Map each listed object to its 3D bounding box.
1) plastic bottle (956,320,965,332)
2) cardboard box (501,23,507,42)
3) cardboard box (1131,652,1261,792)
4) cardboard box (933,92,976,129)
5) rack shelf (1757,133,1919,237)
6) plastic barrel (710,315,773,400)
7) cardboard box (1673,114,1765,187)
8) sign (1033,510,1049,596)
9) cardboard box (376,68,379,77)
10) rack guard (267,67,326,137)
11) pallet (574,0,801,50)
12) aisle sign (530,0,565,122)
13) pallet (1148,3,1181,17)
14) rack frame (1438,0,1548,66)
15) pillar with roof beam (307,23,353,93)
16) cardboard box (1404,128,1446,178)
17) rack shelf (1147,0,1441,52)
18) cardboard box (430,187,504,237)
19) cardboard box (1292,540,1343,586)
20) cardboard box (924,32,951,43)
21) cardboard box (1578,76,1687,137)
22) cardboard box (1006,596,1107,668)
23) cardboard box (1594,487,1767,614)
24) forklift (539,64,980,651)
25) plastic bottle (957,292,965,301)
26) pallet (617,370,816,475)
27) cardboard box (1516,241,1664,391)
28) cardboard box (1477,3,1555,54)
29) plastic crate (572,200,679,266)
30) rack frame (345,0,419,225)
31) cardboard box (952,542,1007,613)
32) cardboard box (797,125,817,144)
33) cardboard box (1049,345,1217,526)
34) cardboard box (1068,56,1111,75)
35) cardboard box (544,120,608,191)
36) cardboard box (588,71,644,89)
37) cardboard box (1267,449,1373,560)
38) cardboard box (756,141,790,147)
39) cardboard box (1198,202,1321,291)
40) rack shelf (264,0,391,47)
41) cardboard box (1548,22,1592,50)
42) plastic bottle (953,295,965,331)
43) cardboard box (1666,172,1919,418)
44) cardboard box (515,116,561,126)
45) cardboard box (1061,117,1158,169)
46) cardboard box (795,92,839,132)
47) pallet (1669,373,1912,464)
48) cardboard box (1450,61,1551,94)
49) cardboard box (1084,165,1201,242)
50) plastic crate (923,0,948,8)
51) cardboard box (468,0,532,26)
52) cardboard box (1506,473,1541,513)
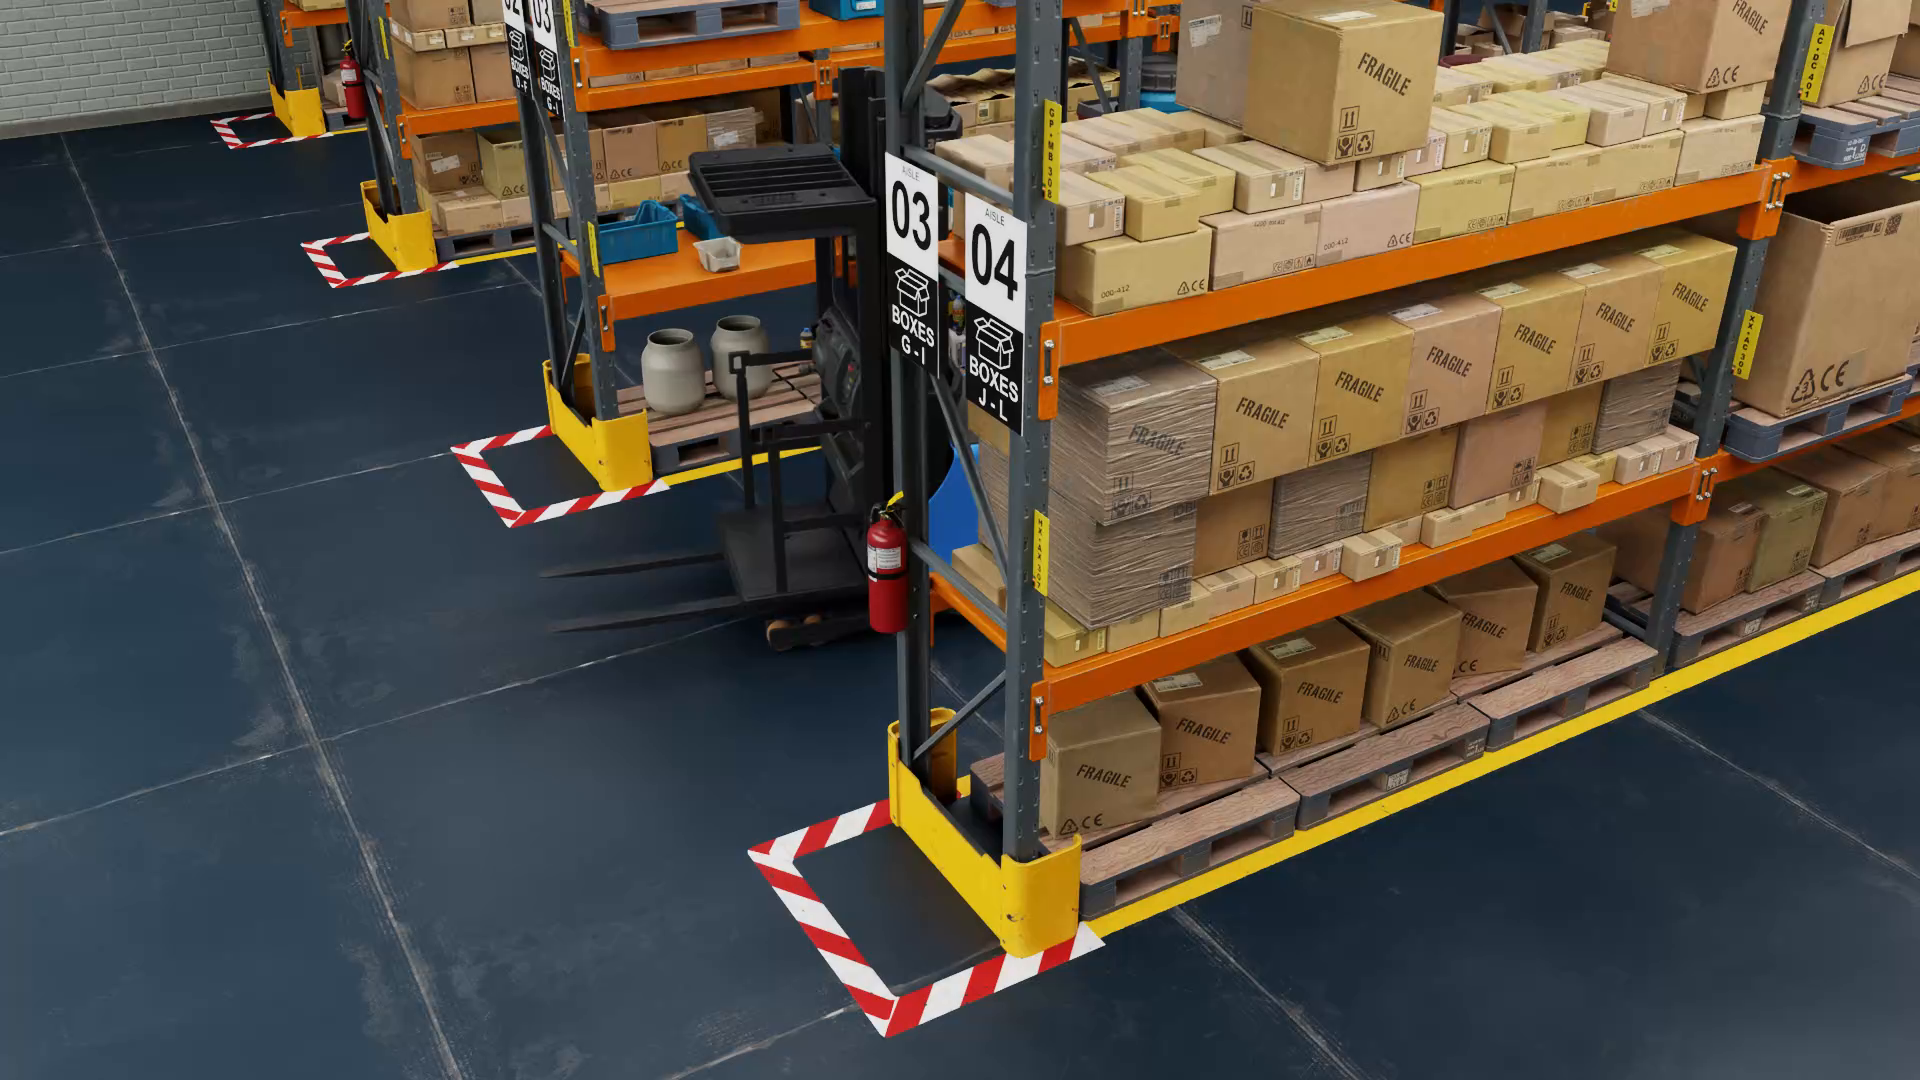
[{"bbox_3d":[0.035,-1.477,12.177,0.133,0.283,0.061,-16,33,-26],"label":"plastic bottle"},{"bbox_3d":[-3.884,-4.447,14.429,0.250,0.149,0.380,-16,33,-27],"label":"cardboard box"},{"bbox_3d":[1.068,0.806,7.838,0.500,0.500,0.500,-8,30,-13],"label":"cardboard box"},{"bbox_3d":[-0.181,-4.376,16.905,0.500,0.311,0.500,-17,33,-28],"label":"cardboard box"},{"bbox_3d":[5.196,-2.265,8.890,4.000,0.370,1.077,-16,33,-26],"label":"rack shelf"},{"bbox_3d":[-1.525,-1.272,11.590,0.421,0.512,0.421,0,29,0],"label":"plastic barrel"},{"bbox_3d":[3.211,-1.805,7.466,0.500,0.250,0.500,-15,32,-24],"label":"cardboard box"},{"bbox_3d":[0.298,0.049,6.161,0.005,0.325,0.100,-16,33,-26],"label":"sign"},{"bbox_3d":[-6.372,-5.275,19.032,0.500,0.311,0.500,-13,31,-22],"label":"cardboard box"},{"bbox_3d":[-7.440,-4.913,18.635,0.348,0.500,1.175,-16,33,-26],"label":"rack guard"},{"bbox_3d":[-1.723,-3.254,10.133,1.213,0.211,1.003,-16,33,-26],"label":"pallet"},{"bbox_3d":[-2.400,-2.860,9.637,0.004,0.787,0.394,-16,33,-26],"label":"aisle sign"},{"bbox_3d":[2.454,-5.995,18.208,1.003,0.211,1.213,-16,33,-26],"label":"pallet"},{"bbox_3d":[4.411,-3.820,14.067,0.127,3.000,1.000,-16,33,-26],"label":"rack frame"},{"bbox_3d":[-5.159,-7.353,14.261,0.400,9.000,9.100,-16,33,-26],"label":"pillar with roof beam"},{"bbox_3d":[1.708,-1.576,6.640,0.250,0.149,0.380,-16,33,-27],"label":"cardboard box"},{"bbox_3d":[3.629,-6.059,18.869,4.000,0.370,1.077,-16,33,-26],"label":"rack shelf"},{"bbox_3d":[-4.417,-2.945,14.892,0.500,0.250,0.500,-16,33,-26],"label":"cardboard box"},{"bbox_3d":[1.464,0.033,7.347,0.250,0.149,0.380,-16,33,-26],"label":"cardboard box"},{"bbox_3d":[-0.419,-5.259,16.571,0.500,0.500,0.500,-13,32,-23],"label":"cardboard box"},{"bbox_3d":[2.889,-1.875,7.181,0.250,0.149,0.380,-18,33,-29],"label":"cardboard box"},{"bbox_3d":[0.390,0.341,6.787,0.250,0.149,0.380,-16,33,-26],"label":"cardboard box"},{"bbox_3d":[4.012,-0.017,9.308,0.500,0.500,0.700,-19,34,-30],"label":"cardboard box"},{"bbox_3d":[-0.849,-0.958,8.953,3.031,2.935,1.130,-8,30,-14],"label":"forklift"},{"bbox_3d":[0.056,-1.849,12.782,0.185,0.351,0.144,-15,32,-25],"label":"plastic bottle"},{"bbox_3d":[-1.741,-0.875,11.618,1.213,0.211,1.003,-16,33,-26],"label":"pallet"},{"bbox_3d":[2.793,-1.041,7.586,0.500,0.500,0.500,-16,33,-26],"label":"cardboard box"},{"bbox_3d":[6.971,-6.425,20.916,0.637,0.503,0.797,-16,33,-26],"label":"cardboard box"},{"bbox_3d":[-2.206,-2.044,11.002,0.616,0.251,0.499,-16,33,-26],"label":"plastic crate"},{"bbox_3d":[-4.992,-3.926,14.259,0.127,3.000,1.000,-16,33,-26],"label":"rack frame"},{"bbox_3d":[0.164,0.156,7.123,0.250,0.149,0.380,-16,33,-26],"label":"cardboard box"},{"bbox_3d":[-1.333,-4.107,16.999,0.500,0.250,0.500,-16,33,-27],"label":"cardboard box"},{"bbox_3d":[0.635,-0.431,6.481,0.500,0.500,0.500,-16,33,-26],"label":"cardboard box"},{"bbox_3d":[1.305,-5.104,18.225,0.500,0.311,0.500,-15,32,-25],"label":"cardboard box"},{"bbox_3d":[-3.563,-3.524,15.166,0.500,0.500,0.500,-16,33,-26],"label":"cardboard box"},{"bbox_3d":[-3.250,-4.459,15.121,0.500,0.500,0.700,-15,32,-25],"label":"cardboard box"},{"bbox_3d":[1.334,-0.372,7.409,0.500,0.500,0.875,-16,33,-26],"label":"cardboard box"},{"bbox_3d":[-1.833,-3.681,16.226,0.500,0.250,0.500,-16,33,-26],"label":"cardboard box"},{"bbox_3d":[1.011,-1.185,6.343,0.500,0.250,0.500,-17,33,-27],"label":"cardboard box"},{"bbox_3d":[-5.781,-6.163,19.058,4.000,0.370,1.077,-16,33,-26],"label":"rack shelf"},{"bbox_3d":[7.624,-6.375,21.088,0.500,0.250,0.500,-16,33,-26],"label":"cardboard box"},{"bbox_3d":[-0.008,-1.728,12.646,0.097,0.271,0.097,0,29,0],"label":"plastic bottle"},{"bbox_3d":[4.228,-1.360,8.554,1.000,1.000,1.000,-16,33,-26],"label":"cardboard box"},{"bbox_3d":[-3.826,-3.740,15.558,0.500,0.500,0.500,-16,33,-26],"label":"cardboard box"},{"bbox_3d":[0.569,-1.546,6.585,0.250,0.149,0.380,-17,33,-28],"label":"cardboard box"},{"bbox_3d":[-1.340,-4.349,16.857,0.500,0.311,0.500,-16,33,-26],"label":"cardboard box"},{"bbox_3d":[4.204,-0.820,8.830,1.213,0.211,1.003,-16,33,-26],"label":"pallet"},{"bbox_3d":[2.406,-2.019,7.442,0.250,0.149,0.380,-15,32,-25],"label":"cardboard box"},{"bbox_3d":[0.650,-1.215,5.985,0.250,0.149,0.380,-15,32,-25],"label":"cardboard box"},{"bbox_3d":[-0.217,-3.477,10.615,0.396,0.136,0.243,-16,33,-26],"label":"plastic crate"},{"bbox_3d":[-4.087,-4.791,14.380,0.500,0.500,0.700,-17,33,-28],"label":"cardboard box"},{"bbox_3d":[2.528,-0.285,7.922,0.250,0.149,0.380,-16,33,-26],"label":"cardboard box"}]
